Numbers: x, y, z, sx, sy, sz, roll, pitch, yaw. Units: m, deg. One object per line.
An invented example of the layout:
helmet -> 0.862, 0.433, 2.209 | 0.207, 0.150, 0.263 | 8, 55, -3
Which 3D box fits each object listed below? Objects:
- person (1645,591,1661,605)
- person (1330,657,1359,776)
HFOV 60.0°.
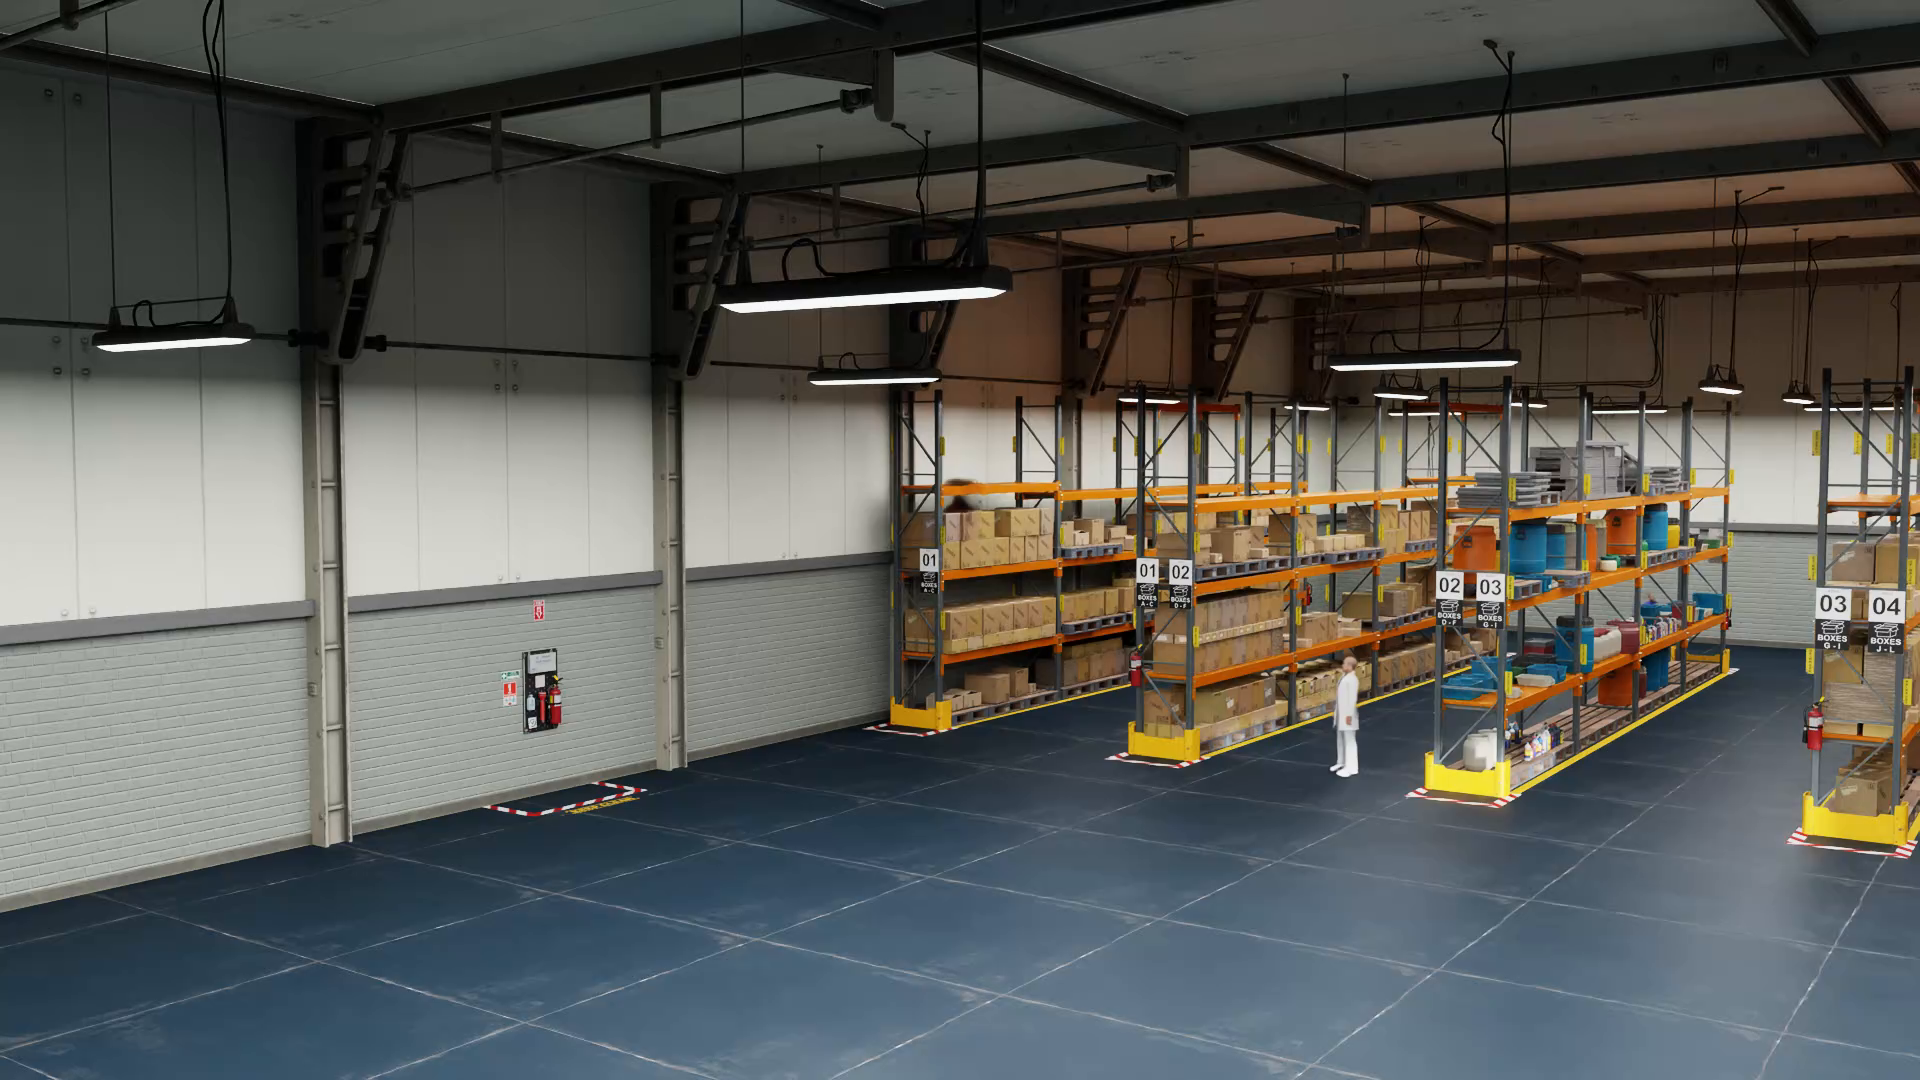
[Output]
person -> 16.069, 2.033, 38.370 | 0.605, 1.706, 0.342 | 0, 3, -9
person -> 5.892, 2.677, 25.445 | 0.430, 1.790, 0.619 | -1, 3, -10
